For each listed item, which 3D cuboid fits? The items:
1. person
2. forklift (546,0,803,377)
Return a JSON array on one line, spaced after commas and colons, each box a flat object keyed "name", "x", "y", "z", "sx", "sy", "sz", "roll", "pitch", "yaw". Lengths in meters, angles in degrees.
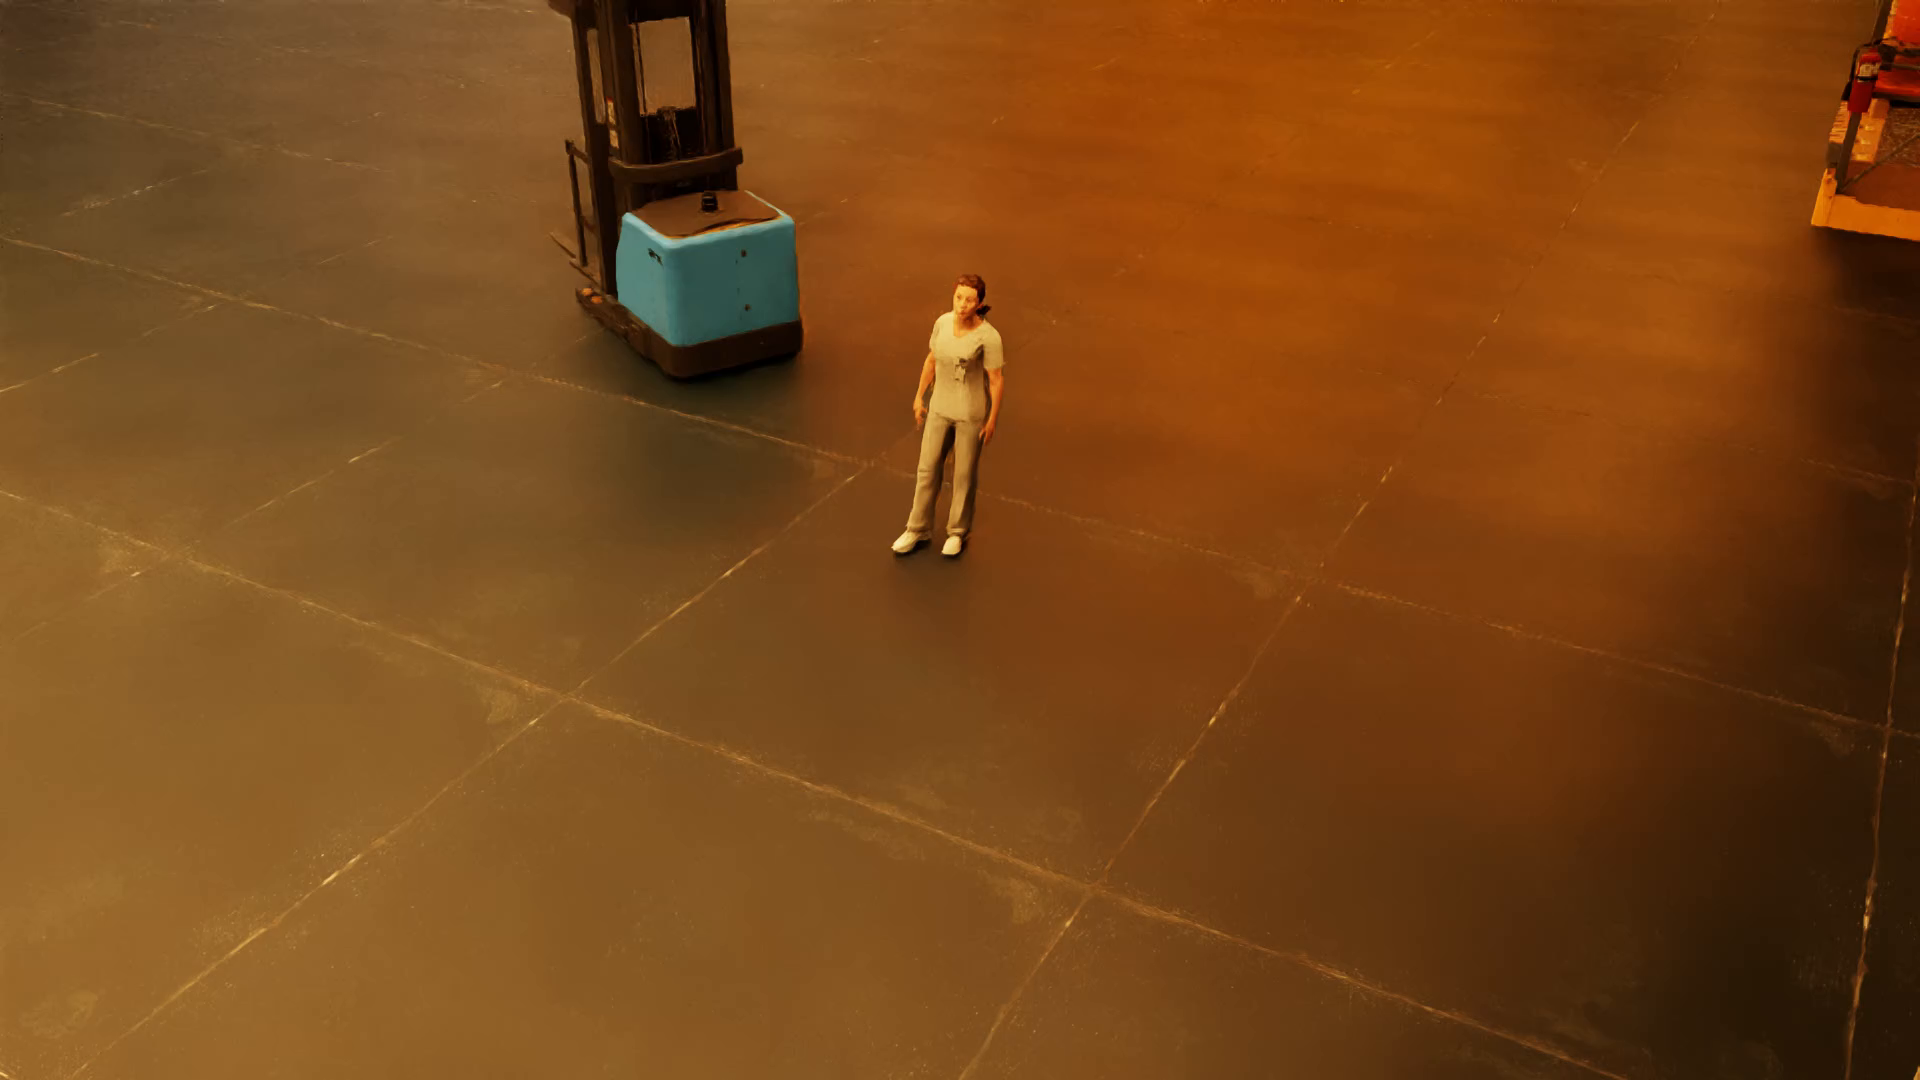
[{"name": "person", "x": -0.047, "y": -0.703, "z": 9.530, "sx": 0.550, "sy": 1.674, "sz": 0.548, "roll": 15, "pitch": 33, "yaw": 25}, {"name": "forklift", "x": -2.378, "y": -3.126, "z": 12.487, "sx": 1.130, "sy": 2.935, "sz": 3.031, "roll": -18, "pitch": 34, "yaw": -28}]
